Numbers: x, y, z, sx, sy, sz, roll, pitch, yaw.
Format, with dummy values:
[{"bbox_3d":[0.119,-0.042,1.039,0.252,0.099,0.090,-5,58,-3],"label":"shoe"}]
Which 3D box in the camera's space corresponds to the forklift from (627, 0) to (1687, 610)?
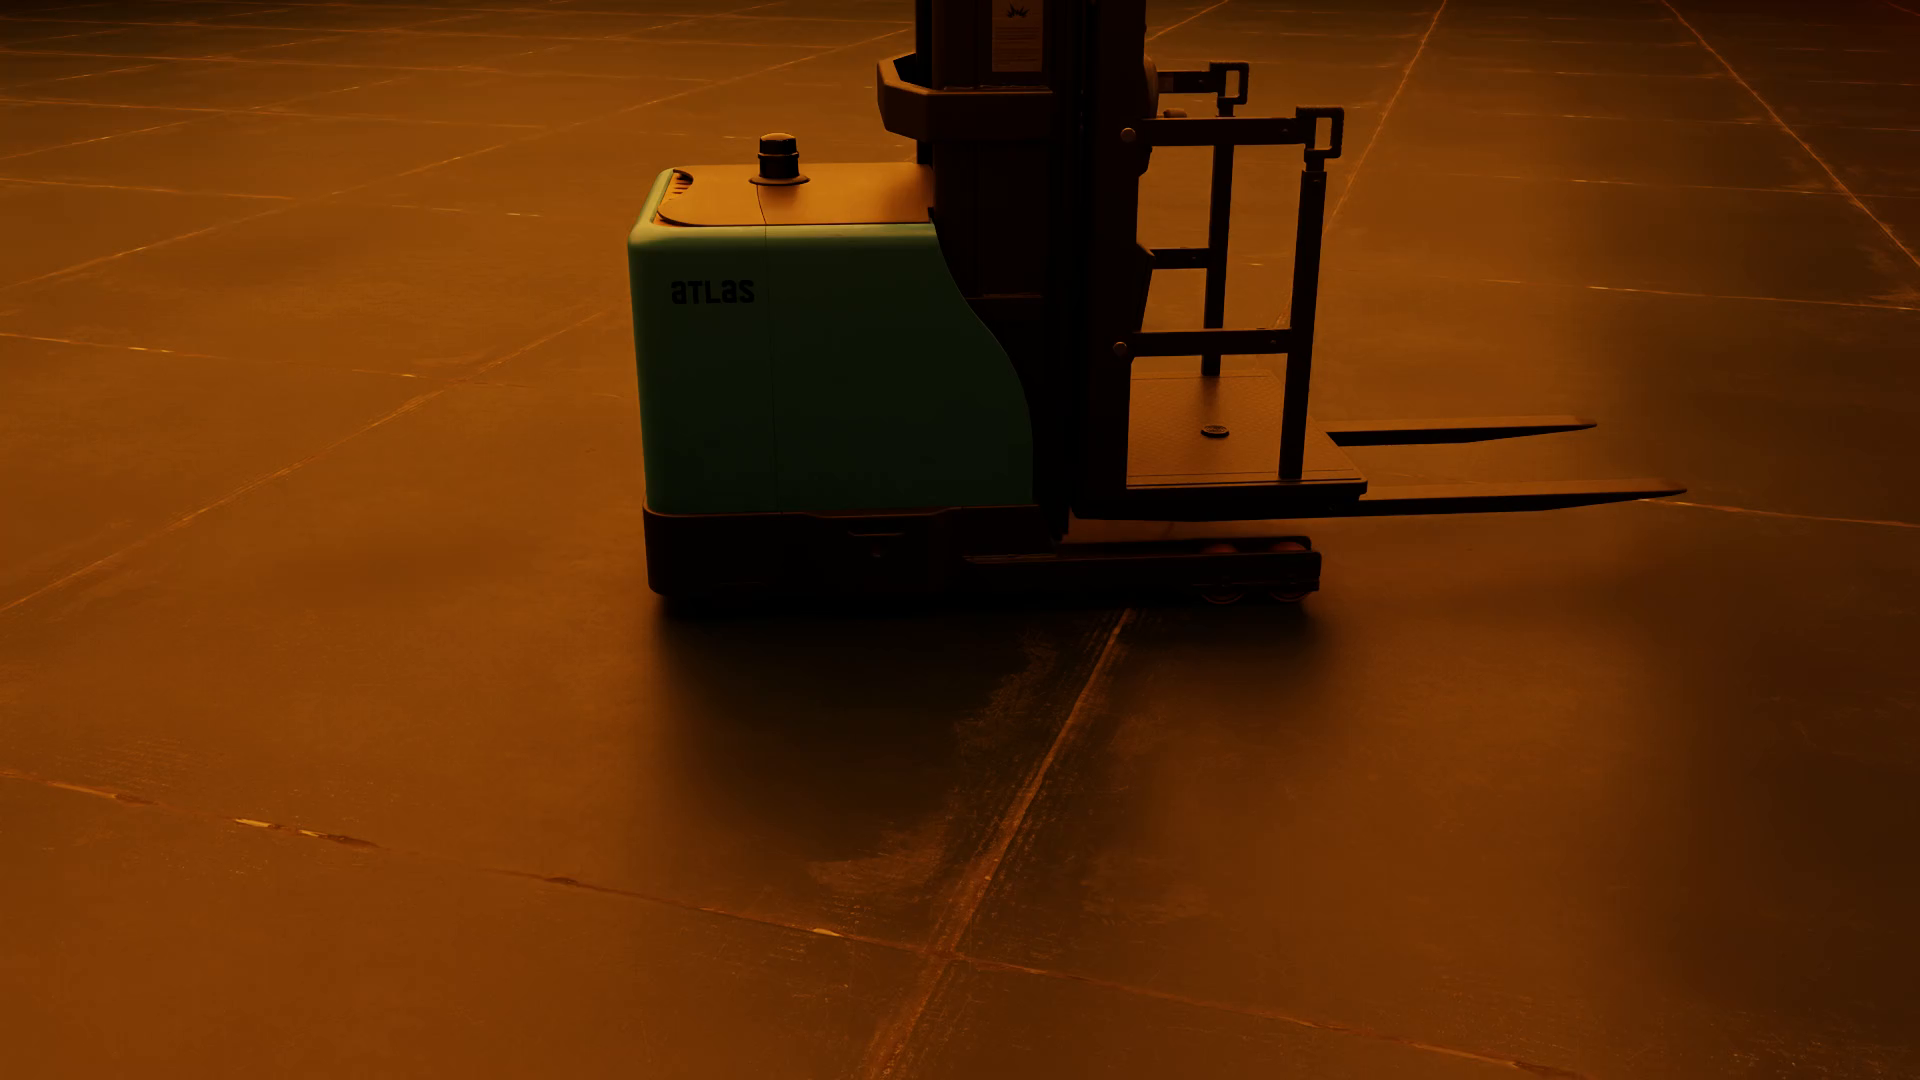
[{"bbox_3d":[0.606,-1.374,4.608,3.031,2.935,1.130,-2,23,-4],"label":"forklift"}]
